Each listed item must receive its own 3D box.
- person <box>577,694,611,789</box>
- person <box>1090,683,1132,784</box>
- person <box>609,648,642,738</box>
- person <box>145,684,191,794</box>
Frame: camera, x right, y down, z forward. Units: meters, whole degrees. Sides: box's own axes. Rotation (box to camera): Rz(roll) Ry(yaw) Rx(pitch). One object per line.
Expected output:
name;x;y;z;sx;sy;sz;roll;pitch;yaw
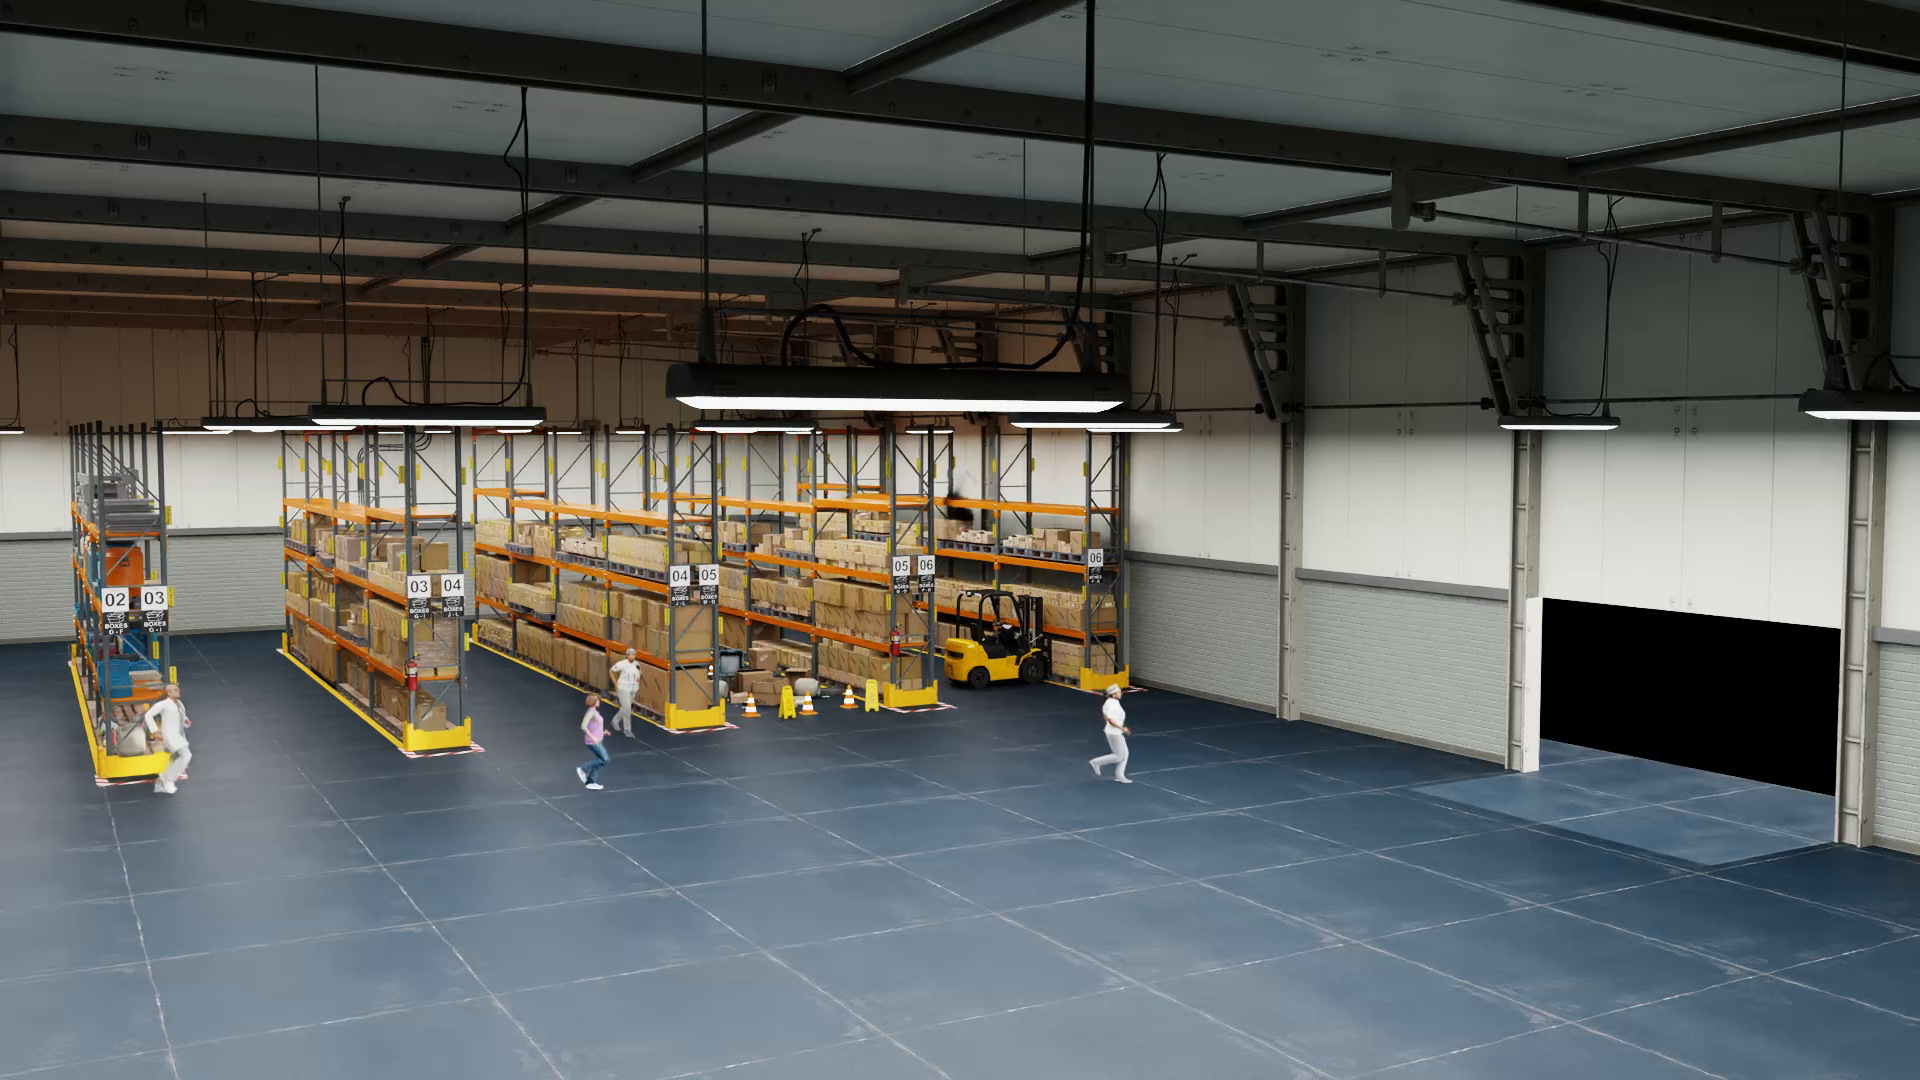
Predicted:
person;-5.947;3.281;27.023;0.544;1.555;0.536;0;4;-6
person;2.501;3.202;27.520;0.711;1.680;0.577;0;4;0
person;-6.417;2.932;32.107;0.845;1.698;0.620;3;5;41
person;-12.657;3.196;26.770;0.636;1.728;0.698;0;4;-2
